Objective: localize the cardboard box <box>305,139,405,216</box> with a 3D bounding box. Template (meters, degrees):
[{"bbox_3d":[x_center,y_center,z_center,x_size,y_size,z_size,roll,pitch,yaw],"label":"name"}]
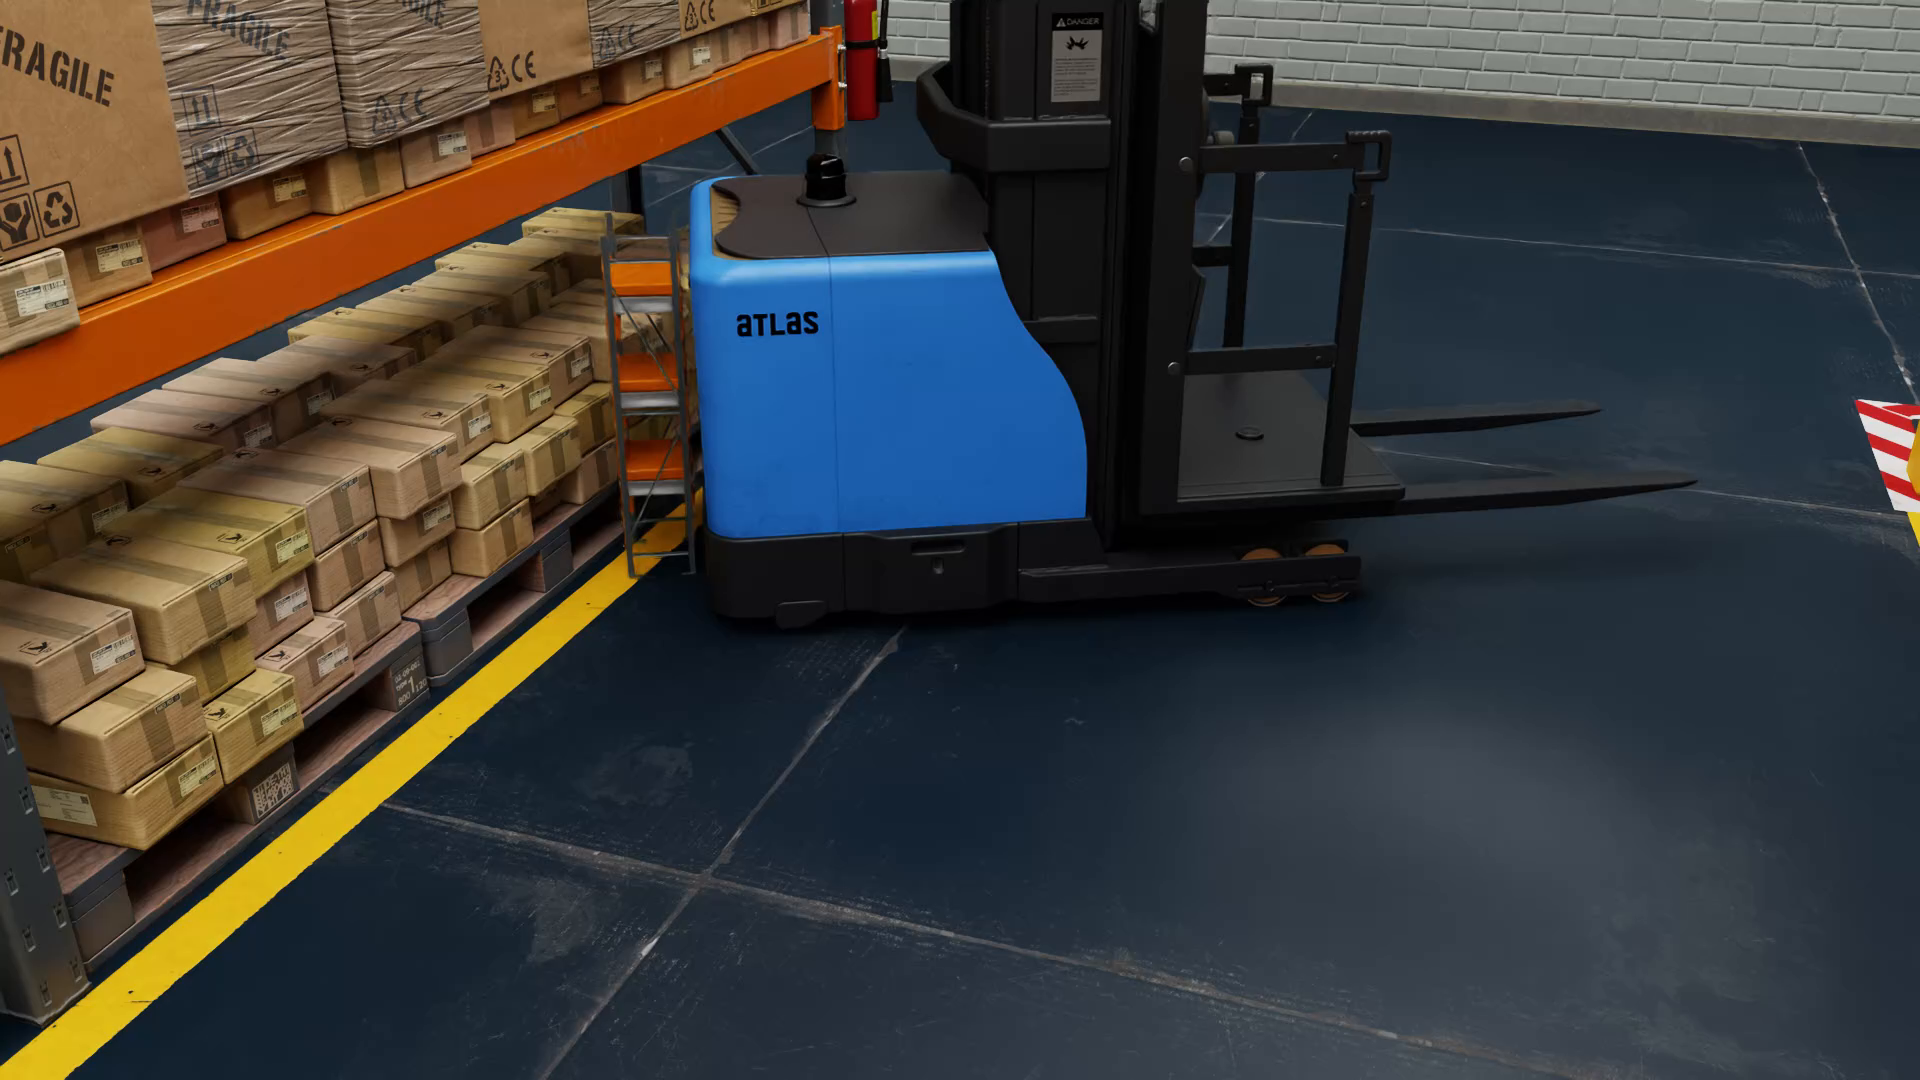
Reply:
[{"bbox_3d":[-1.551,-0.882,3.919,0.380,0.149,0.250,9,27,18],"label":"cardboard box"}]

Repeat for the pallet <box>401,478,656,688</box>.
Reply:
[{"bbox_3d":[-1.656,-0.016,5.042,1.003,0.211,1.213,9,27,17],"label":"pallet"}]

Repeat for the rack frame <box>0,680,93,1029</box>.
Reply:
[{"bbox_3d":[-2.250,-0.487,2.814,1.000,3.000,0.127,9,27,17],"label":"rack frame"}]

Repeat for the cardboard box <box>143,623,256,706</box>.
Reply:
[{"bbox_3d":[-1.828,0.253,3.733,0.380,0.149,0.250,9,27,18],"label":"cardboard box"}]

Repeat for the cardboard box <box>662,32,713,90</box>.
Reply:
[{"bbox_3d":[-1.011,-1.533,5.262,0.380,0.149,0.250,9,27,19],"label":"cardboard box"}]

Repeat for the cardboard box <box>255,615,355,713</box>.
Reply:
[{"bbox_3d":[-1.704,0.285,4.010,0.380,0.149,0.250,9,27,17],"label":"cardboard box"}]

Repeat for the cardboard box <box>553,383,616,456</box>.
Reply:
[{"bbox_3d":[-1.260,-0.381,5.044,0.380,0.149,0.250,10,28,20],"label":"cardboard box"}]

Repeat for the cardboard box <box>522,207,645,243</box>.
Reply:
[{"bbox_3d":[-1.414,-1.139,6.267,0.380,0.149,0.250,8,27,15],"label":"cardboard box"}]

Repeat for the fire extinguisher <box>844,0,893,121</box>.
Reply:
[{"bbox_3d":[-0.400,-1.965,6.383,0.296,0.674,0.183,9,27,17],"label":"fire extinguisher"}]

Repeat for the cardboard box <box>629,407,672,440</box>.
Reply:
[{"bbox_3d":[-1.152,-0.357,5.334,0.380,0.149,0.250,8,27,15],"label":"cardboard box"}]

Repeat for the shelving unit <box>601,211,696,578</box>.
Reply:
[{"bbox_3d":[-0.908,-0.417,4.902,0.215,1.050,0.252,-3,26,-7],"label":"shelving unit"}]

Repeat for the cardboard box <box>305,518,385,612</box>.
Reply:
[{"bbox_3d":[-1.689,0.037,4.179,0.380,0.149,0.250,7,27,15],"label":"cardboard box"}]

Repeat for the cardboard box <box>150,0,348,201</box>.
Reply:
[{"bbox_3d":[-1.690,-1.038,3.495,0.500,0.500,0.500,9,27,17],"label":"cardboard box"}]

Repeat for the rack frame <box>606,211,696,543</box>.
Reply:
[{"bbox_3d":[-0.925,-0.470,5.011,0.200,1.050,0.008,-3,26,-7],"label":"rack frame"}]

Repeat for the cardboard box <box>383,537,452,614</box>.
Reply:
[{"bbox_3d":[-1.610,0.058,4.479,0.380,0.149,0.250,8,27,15],"label":"cardboard box"}]

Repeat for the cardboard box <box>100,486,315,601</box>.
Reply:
[{"bbox_3d":[-1.755,0.012,3.890,0.380,0.149,0.250,8,27,17],"label":"cardboard box"}]

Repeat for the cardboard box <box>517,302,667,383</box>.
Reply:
[{"bbox_3d":[-1.143,-0.615,5.185,0.380,0.149,0.250,10,28,19],"label":"cardboard box"}]

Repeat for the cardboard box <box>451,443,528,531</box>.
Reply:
[{"bbox_3d":[-1.431,-0.167,4.600,0.380,0.149,0.250,9,27,17],"label":"cardboard box"}]

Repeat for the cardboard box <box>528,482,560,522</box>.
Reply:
[{"bbox_3d":[-1.417,-0.154,4.916,0.380,0.149,0.250,10,27,19],"label":"cardboard box"}]

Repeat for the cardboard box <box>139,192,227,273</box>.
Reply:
[{"bbox_3d":[-1.792,-0.677,3.495,0.380,0.149,0.250,8,27,15],"label":"cardboard box"}]

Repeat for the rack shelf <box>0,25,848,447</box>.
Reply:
[{"bbox_3d":[-1.585,-0.985,4.669,1.077,0.370,4.000,9,27,17],"label":"rack shelf"}]

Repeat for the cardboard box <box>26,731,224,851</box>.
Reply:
[{"bbox_3d":[-1.826,0.504,3.557,0.380,0.149,0.250,8,27,15],"label":"cardboard box"}]

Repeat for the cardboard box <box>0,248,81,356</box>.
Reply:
[{"bbox_3d":[-1.847,-0.443,3.012,0.380,0.149,0.250,10,28,19],"label":"cardboard box"}]

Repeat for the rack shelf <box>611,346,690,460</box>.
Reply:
[{"bbox_3d":[-0.908,-0.408,4.907,0.215,0.259,0.240,-3,26,-7],"label":"rack shelf"}]

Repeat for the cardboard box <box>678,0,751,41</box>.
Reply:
[{"bbox_3d":[-1.002,-1.877,5.229,0.500,0.500,0.500,8,27,17],"label":"cardboard box"}]

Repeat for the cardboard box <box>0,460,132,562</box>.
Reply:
[{"bbox_3d":[-2.254,-0.059,4.037,0.380,0.149,0.250,8,27,17],"label":"cardboard box"}]

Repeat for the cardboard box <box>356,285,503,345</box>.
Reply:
[{"bbox_3d":[-1.702,-0.697,5.353,0.380,0.149,0.250,10,28,19],"label":"cardboard box"}]

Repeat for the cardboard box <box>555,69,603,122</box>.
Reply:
[{"bbox_3d":[-1.273,-1.327,4.836,0.380,0.149,0.250,8,27,15],"label":"cardboard box"}]

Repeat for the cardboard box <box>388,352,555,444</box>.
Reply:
[{"bbox_3d":[-1.396,-0.411,4.764,0.380,0.149,0.250,9,27,18],"label":"cardboard box"}]

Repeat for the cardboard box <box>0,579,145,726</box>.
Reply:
[{"bbox_3d":[-1.940,0.227,3.445,0.380,0.149,0.250,10,28,20],"label":"cardboard box"}]

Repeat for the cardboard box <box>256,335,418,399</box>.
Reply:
[{"bbox_3d":[-1.827,-0.478,4.902,0.380,0.149,0.250,9,27,18],"label":"cardboard box"}]

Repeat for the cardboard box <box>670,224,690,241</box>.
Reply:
[{"bbox_3d":[-0.856,-1.050,6.084,0.380,0.149,0.250,9,27,18],"label":"cardboard box"}]

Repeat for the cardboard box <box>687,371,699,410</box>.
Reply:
[{"bbox_3d":[-1.057,-0.574,5.783,0.380,0.149,0.250,9,27,17],"label":"cardboard box"}]

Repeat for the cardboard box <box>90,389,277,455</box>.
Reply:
[{"bbox_3d":[-2.091,-0.279,4.491,0.380,0.149,0.250,7,27,15],"label":"cardboard box"}]

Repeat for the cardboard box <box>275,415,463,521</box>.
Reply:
[{"bbox_3d":[-1.528,-0.191,4.310,0.380,0.149,0.250,9,27,19],"label":"cardboard box"}]

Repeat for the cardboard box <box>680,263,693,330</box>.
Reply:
[{"bbox_3d":[-0.960,-0.831,5.630,0.380,0.149,0.250,8,27,16],"label":"cardboard box"}]

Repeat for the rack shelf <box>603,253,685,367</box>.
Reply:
[{"bbox_3d":[-0.904,-0.663,4.783,0.215,0.259,0.240,-3,26,-7],"label":"rack shelf"}]

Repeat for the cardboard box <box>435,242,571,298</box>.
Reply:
[{"bbox_3d":[-1.597,-0.923,5.821,0.380,0.149,0.250,9,27,17],"label":"cardboard box"}]

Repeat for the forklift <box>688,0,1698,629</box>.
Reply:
[{"bbox_3d":[0.728,-1.350,4.675,3.031,2.935,1.130,-4,26,-7],"label":"forklift"}]

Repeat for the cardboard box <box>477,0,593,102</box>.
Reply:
[{"bbox_3d":[-1.338,-1.464,4.375,0.500,0.500,0.500,10,28,20],"label":"cardboard box"}]

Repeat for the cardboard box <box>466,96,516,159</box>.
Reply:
[{"bbox_3d":[-1.410,-1.108,4.385,0.380,0.149,0.250,10,28,19],"label":"cardboard box"}]

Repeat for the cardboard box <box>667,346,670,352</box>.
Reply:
[{"bbox_3d":[-1.183,-0.603,5.502,0.380,0.149,0.250,8,27,17],"label":"cardboard box"}]

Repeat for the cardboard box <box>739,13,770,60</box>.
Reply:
[{"bbox_3d":[-0.879,-1.746,5.703,0.380,0.149,0.250,9,27,17],"label":"cardboard box"}]
